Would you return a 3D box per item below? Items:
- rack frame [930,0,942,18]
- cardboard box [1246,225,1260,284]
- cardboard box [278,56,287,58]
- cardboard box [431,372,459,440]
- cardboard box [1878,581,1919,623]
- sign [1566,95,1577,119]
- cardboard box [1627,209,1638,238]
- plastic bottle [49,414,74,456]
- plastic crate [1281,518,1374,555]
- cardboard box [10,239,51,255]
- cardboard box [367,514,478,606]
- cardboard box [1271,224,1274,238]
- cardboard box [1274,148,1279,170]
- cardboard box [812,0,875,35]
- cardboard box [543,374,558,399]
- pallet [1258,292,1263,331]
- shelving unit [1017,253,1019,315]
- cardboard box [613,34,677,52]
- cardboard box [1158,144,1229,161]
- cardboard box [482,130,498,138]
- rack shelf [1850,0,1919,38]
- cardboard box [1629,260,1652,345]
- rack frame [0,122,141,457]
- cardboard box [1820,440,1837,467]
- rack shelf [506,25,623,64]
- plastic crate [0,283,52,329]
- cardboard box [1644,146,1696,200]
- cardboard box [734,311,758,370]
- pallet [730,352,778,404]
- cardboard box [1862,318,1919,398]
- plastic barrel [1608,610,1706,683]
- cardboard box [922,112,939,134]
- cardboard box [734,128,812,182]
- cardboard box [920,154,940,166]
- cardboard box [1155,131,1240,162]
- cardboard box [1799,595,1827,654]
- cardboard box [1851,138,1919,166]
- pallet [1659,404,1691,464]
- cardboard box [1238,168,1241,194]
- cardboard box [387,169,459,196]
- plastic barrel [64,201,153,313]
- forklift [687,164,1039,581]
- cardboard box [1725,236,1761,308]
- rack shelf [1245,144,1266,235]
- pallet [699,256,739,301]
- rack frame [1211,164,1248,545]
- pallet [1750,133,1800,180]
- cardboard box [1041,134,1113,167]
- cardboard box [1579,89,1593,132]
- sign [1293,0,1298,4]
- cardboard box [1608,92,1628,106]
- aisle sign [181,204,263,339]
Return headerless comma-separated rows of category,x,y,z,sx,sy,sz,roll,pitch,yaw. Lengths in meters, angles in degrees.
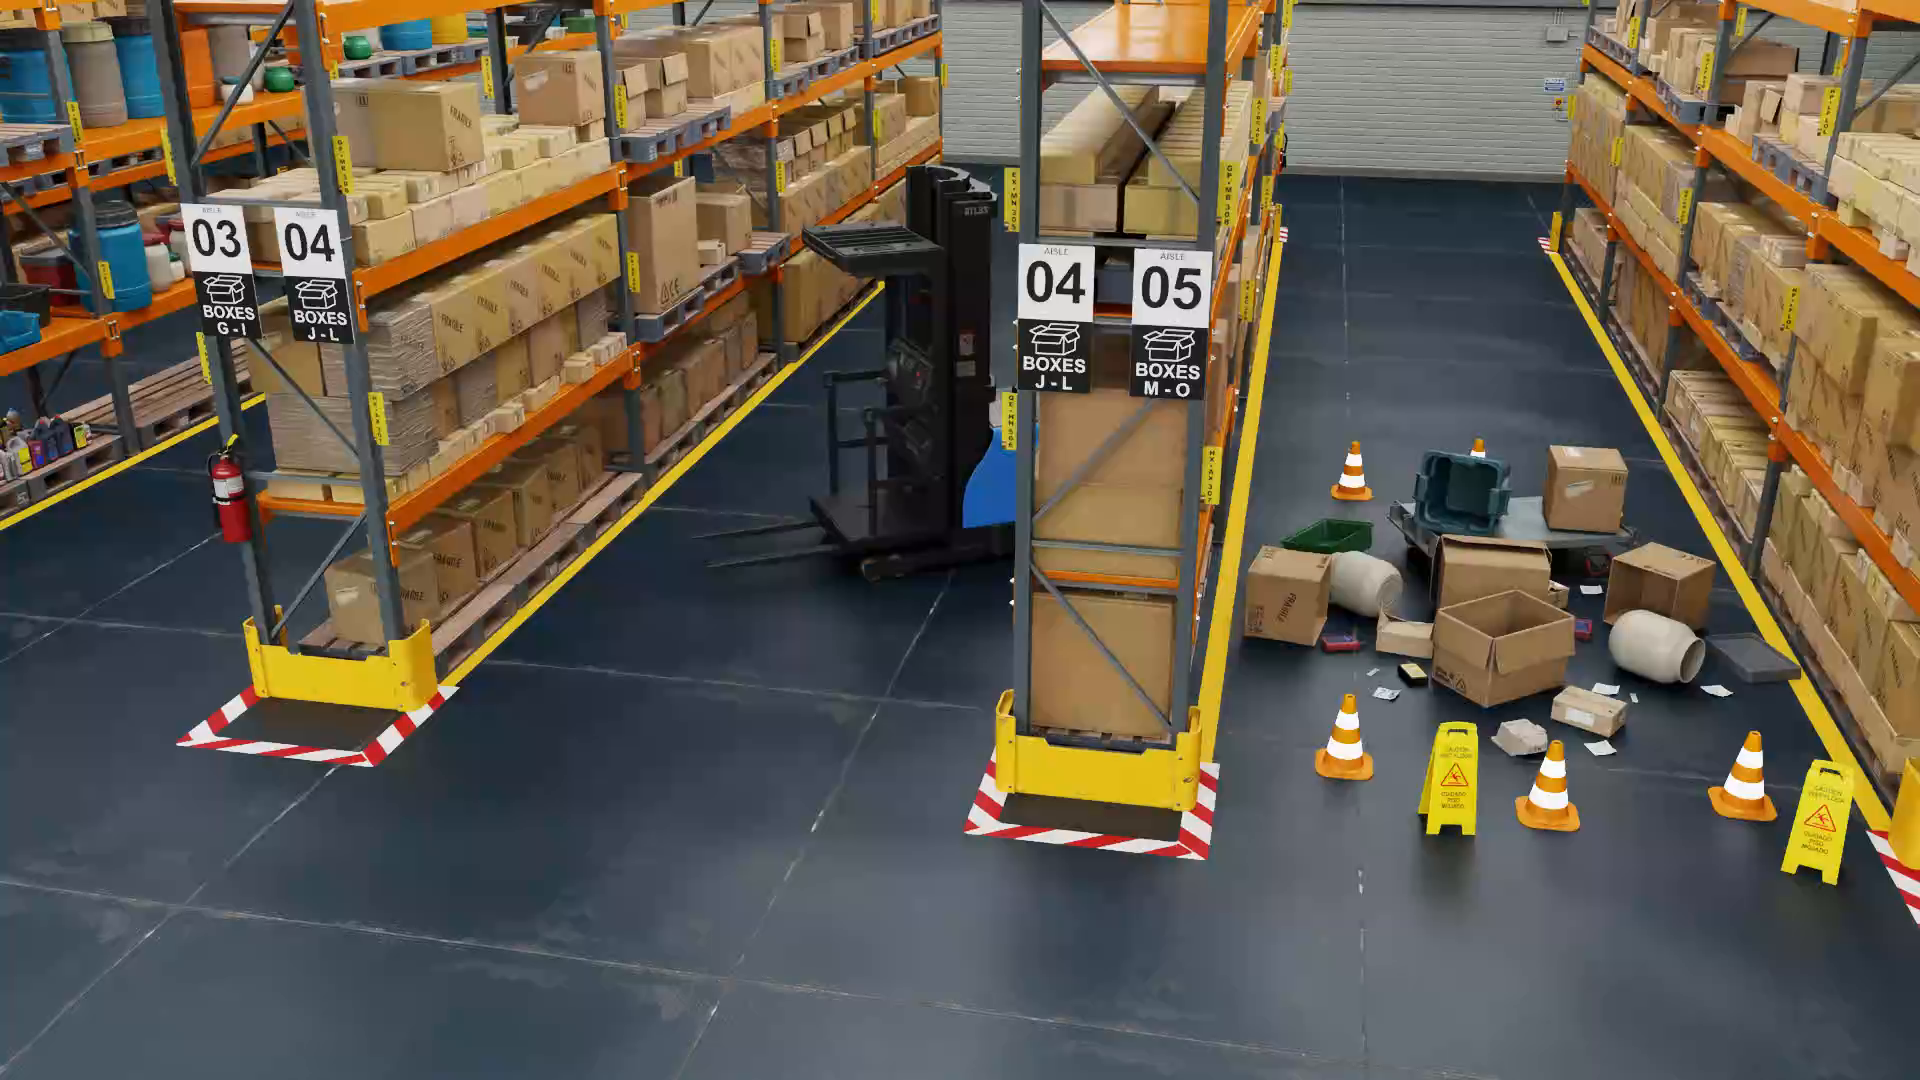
rack frame,-0.762,-9.002,23.659,1.000,3.000,0.127,4,22,11
cardboard box,2.611,-2.739,16.006,0.500,0.500,0.500,4,22,11
cardboard box,-10.281,-7.302,25.997,0.500,0.500,0.500,4,22,10
cardboard box,-3.903,-0.943,11.148,0.875,0.500,0.500,4,22,11
cardboard box,5.592,0.368,9.672,0.380,0.149,0.250,5,22,12
sign,8.397,-5.946,22.838,0.100,0.325,0.005,4,22,11
cardboard box,7.550,-3.415,18.018,0.500,0.250,0.500,4,22,10
plastic bottle,-7.909,-0.926,14.594,0.144,0.351,0.185,4,22,9
plastic crate,2.871,0.026,12.961,0.450,0.188,0.662,7,21,42
cardboard box,-11.618,-3.431,20.614,0.500,0.500,0.500,4,22,9
cardboard box,-3.795,0.149,11.753,0.500,0.500,0.500,11,24,25
cardboard box,4.216,-4.366,23.434,0.380,0.149,0.250,5,23,13
cardboard box,3.836,-5.050,21.346,0.500,0.500,0.500,4,22,10
cardboard box,-1.478,-6.726,21.194,0.700,0.500,0.500,3,22,8
cardboard box,-3.271,-1.159,12.554,0.380,0.149,0.250,4,22,11
pallet,3.099,-2.763,19.931,1.003,0.211,1.213,4,22,11
shelving unit,0.795,-1.356,13.906,0.503,2.100,0.431,-15,26,-33
cardboard box,-2.945,-4.441,15.547,0.500,0.500,0.500,4,22,9
cardboard box,1.240,-2.028,8.931,0.380,0.149,0.250,5,22,11
cardboard box,-3.651,-2.948,12.311,0.380,0.149,0.250,5,23,13
rack shelf,6.082,-2.791,9.206,1.077,0.370,4.000,4,22,11
cardboard box,7.898,-2.646,18.191,0.875,0.875,0.875,5,22,12
rack frame,-8.060,-2.208,14.821,1.000,3.000,0.127,4,22,11
cardboard box,6.003,-0.584,11.125,0.380,0.149,0.250,5,23,13
rack shelf,-6.019,-6.923,23.475,1.077,0.370,4.000,4,22,11
plastic crate,-8.291,-1.997,14.381,0.767,0.338,0.504,4,22,11
cardboard box,7.471,-3.811,17.329,0.500,0.500,0.500,4,22,10
cardboard box,-2.512,-2.091,17.288,0.700,0.500,0.500,3,22,8
pallet,-2.556,-1.714,17.327,1.003,0.211,1.213,4,22,11
cardboard box,5.917,-1.014,9.987,0.700,0.500,0.500,4,22,11
plastic barrel,4.614,0.712,11.019,0.421,0.421,0.512,-16,27,-35
cardboard box,-0.601,-6.090,24.262,0.500,0.250,0.500,4,22,10
cardboard box,-2.094,-4.309,18.562,0.797,0.503,0.637,5,22,12
cardboard box,-0.815,-5.188,24.502,0.875,0.875,0.875,4,22,11
cardboard box,1.465,-2.364,10.300,0.500,0.250,0.500,4,22,11
cardboard box,5.902,0.591,10.989,0.500,0.250,0.500,4,22,10
cardboard box,6.082,-2.532,10.879,0.380,0.149,0.250,5,23,13
pallet,7.146,-0.959,15.451,1.003,0.211,1.213,4,22,11
cardboard box,1.604,-2.308,10.694,0.380,0.149,0.250,4,22,10
cardboard box,-3.487,-2.329,10.774,0.380,0.149,0.250,4,22,11
plastic barrel,-7.684,-2.559,15.021,0.600,0.901,0.708,4,22,11
forklift,-0.582,-1.275,12.597,3.031,2.935,1.130,-8,23,-20
cardboard box,6.677,-2.202,13.712,0.500,0.500,0.500,4,22,9
rack shelf,2.032,-3.204,14.243,1.077,0.370,4.000,4,22,11
pallet,-2.759,-2.477,15.746,1.003,0.211,1.213,4,22,11
rack frame,1.624,-1.415,12.853,1.000,3.000,0.127,4,22,11
pallet,6.929,-2.976,12.965,1.213,0.211,1.003,4,22,11
cardboard box,0.649,-2.172,9.290,0.380,0.149,0.250,5,22,12
cardboard box,8.464,-5.630,21.846,0.500,0.500,0.500,4,22,9
sign,4.612,-7.556,22.901,0.100,0.325,0.005,4,22,11
cardboard box,8.197,-5.411,20.434,0.380,0.149,0.250,4,22,10
aisle sign,-4.334,-1.574,9.766,0.394,0.787,0.004,4,22,11
